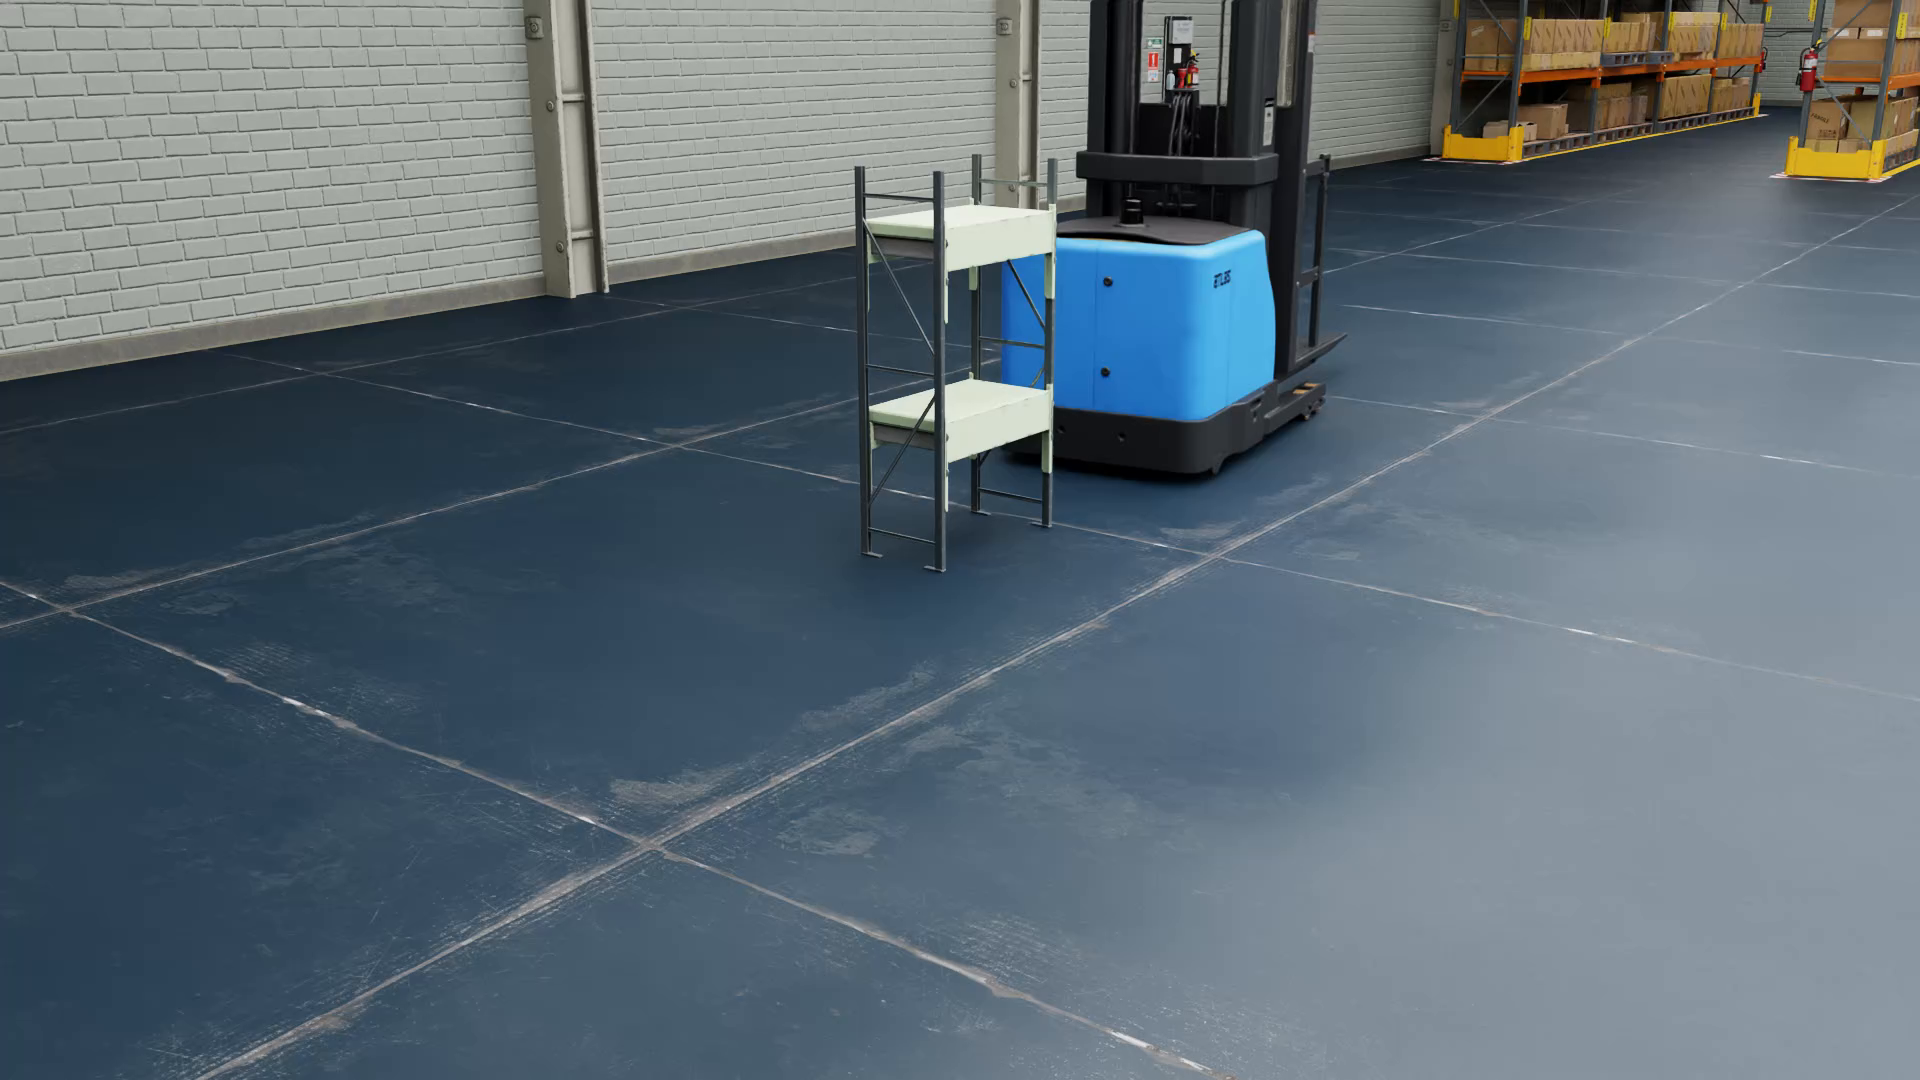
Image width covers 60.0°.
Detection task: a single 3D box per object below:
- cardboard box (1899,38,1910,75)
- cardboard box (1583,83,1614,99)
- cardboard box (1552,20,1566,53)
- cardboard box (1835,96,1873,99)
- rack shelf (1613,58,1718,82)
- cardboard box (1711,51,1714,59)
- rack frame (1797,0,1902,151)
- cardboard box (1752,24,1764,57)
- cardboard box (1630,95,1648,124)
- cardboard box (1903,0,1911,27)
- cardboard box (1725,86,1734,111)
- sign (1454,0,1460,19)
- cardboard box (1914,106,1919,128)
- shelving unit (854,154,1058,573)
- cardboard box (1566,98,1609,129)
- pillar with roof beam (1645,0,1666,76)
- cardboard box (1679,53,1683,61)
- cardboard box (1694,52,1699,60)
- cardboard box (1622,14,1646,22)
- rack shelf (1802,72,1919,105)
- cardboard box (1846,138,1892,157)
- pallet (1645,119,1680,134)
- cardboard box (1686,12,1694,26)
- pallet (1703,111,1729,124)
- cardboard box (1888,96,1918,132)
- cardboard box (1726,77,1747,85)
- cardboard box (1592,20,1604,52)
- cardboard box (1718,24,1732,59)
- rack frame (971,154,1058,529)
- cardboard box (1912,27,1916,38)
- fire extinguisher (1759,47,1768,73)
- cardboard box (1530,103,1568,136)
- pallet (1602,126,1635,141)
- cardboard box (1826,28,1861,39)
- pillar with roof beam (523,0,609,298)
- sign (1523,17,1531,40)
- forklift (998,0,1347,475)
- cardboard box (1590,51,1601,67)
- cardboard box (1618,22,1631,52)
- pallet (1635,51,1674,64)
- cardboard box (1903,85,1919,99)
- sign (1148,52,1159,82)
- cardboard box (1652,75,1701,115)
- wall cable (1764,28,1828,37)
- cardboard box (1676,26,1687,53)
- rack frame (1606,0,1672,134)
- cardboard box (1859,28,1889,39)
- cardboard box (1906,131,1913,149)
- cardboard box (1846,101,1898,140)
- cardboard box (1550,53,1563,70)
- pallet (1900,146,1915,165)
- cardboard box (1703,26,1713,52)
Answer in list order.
[{"bbox_3d":[13.216,-6.970,23.963,0.700,0.500,0.500,13,22,36],"label":"cardboard box"},{"bbox_3d":[11.402,-8.054,29.831,0.500,0.250,0.500,12,21,33],"label":"cardboard box"},{"bbox_3d":[9.168,-7.913,26.124,0.500,0.500,0.500,12,21,33],"label":"cardboard box"},{"bbox_3d":[13.267,-6.349,24.796,0.500,0.500,0.500,12,21,35],"label":"cardboard box"},{"bbox_3d":[13.985,-9.357,33.031,1.077,0.370,4.000,12,21,35],"label":"rack shelf"},{"bbox_3d":[15.203,-9.936,34.072,0.380,0.149,0.250,13,21,35],"label":"cardboard box"},{"bbox_3d":[12.007,-6.444,22.438,1.000,3.000,0.127,12,21,35],"label":"rack frame"},{"bbox_3d":[17.264,-11.150,37.085,0.980,0.700,0.700,14,22,37],"label":"cardboard box"},{"bbox_3d":[12.406,-8.060,31.114,0.700,0.500,0.500,13,21,35],"label":"cardboard box"},{"bbox_3d":[12.936,-7.480,23.416,0.700,0.500,0.500,13,21,35],"label":"cardboard box"},{"bbox_3d":[16.314,-9.585,36.057,0.700,0.500,0.500,13,21,36],"label":"cardboard box"},{"bbox_3d":[7.593,-8.126,25.367,0.100,0.325,0.005,12,21,35],"label":"sign"},{"bbox_3d":[14.837,-6.607,25.944,0.500,0.311,0.500,13,21,35],"label":"cardboard box"},{"bbox_3d":[-0.004,-0.715,6.516,0.431,1.500,0.755,12,21,35],"label":"shelving unit"},{"bbox_3d":[11.103,-7.598,29.626,0.700,0.500,0.500,12,21,34],"label":"cardboard box"},{"bbox_3d":[18.357,-12.601,32.148,9.100,9.000,0.400,12,21,35],"label":"pillar with roof beam"},{"bbox_3d":[13.920,-9.463,32.548,0.380,0.149,0.250,13,21,36],"label":"cardboard box"},{"bbox_3d":[14.572,-9.698,33.306,0.380,0.149,0.250,12,21,35],"label":"cardboard box"},{"bbox_3d":[12.432,-9.625,30.677,0.380,0.149,0.250,9,19,26],"label":"cardboard box"},{"bbox_3d":[13.199,-6.577,24.079,1.077,0.370,4.000,12,21,35],"label":"rack shelf"},{"bbox_3d":[12.801,-5.540,23.454,0.500,0.250,0.500,12,21,35],"label":"cardboard box"},{"bbox_3d":[13.324,-8.067,32.365,1.003,0.211,1.213,12,21,35],"label":"pallet"},{"bbox_3d":[13.885,-10.092,32.217,0.500,0.250,0.500,13,21,35],"label":"cardboard box"},{"bbox_3d":[15.693,-9.013,35.410,1.003,0.211,1.213,12,21,35],"label":"pallet"},{"bbox_3d":[13.983,-6.377,24.884,0.500,0.500,0.500,12,21,35],"label":"cardboard box"},{"bbox_3d":[17.142,-10.138,36.746,0.380,0.149,0.250,13,22,36],"label":"cardboard box"},{"bbox_3d":[10.377,-8.400,27.692,0.500,0.500,0.500,12,21,35],"label":"cardboard box"},{"bbox_3d":[15.513,-10.447,34.820,0.980,0.700,0.700,13,21,36],"label":"cardboard box"},{"bbox_3d":[0.214,-0.802,6.797,0.400,1.500,0.023,12,21,35],"label":"rack frame"},{"bbox_3d":[13.487,-7.286,23.886,0.380,0.149,0.250,13,22,36],"label":"cardboard box"},{"bbox_3d":[18.021,-10.869,37.446,0.296,0.674,0.183,12,21,35],"label":"fire extinguisher"},{"bbox_3d":[9.824,-7.034,27.809,0.500,0.500,0.500,11,20,31],"label":"cardboard box"},{"bbox_3d":[11.599,-7.417,30.273,1.003,0.211,1.213,12,21,35],"label":"pallet"},{"bbox_3d":[12.082,-6.927,22.729,0.380,0.149,0.250,12,21,34],"label":"cardboard box"},{"bbox_3d":[0.482,-5.456,9.138,9.100,9.000,0.400,12,21,35],"label":"pillar with roof beam"},{"bbox_3d":[8.463,-7.637,24.817,0.100,0.325,0.005,12,21,35],"label":"sign"},{"bbox_3d":[1.318,-2.086,8.520,1.130,2.935,3.031,9,19,27],"label":"forklift"},{"bbox_3d":[10.371,-8.043,27.806,0.500,0.250,0.500,12,21,35],"label":"cardboard box"},{"bbox_3d":[11.447,-8.939,29.560,0.700,0.500,0.500,16,24,42],"label":"cardboard box"},{"bbox_3d":[12.454,-8.944,30.811,1.213,0.211,1.003,12,21,35],"label":"pallet"},{"bbox_3d":[17.173,-8.003,29.665,0.500,0.250,0.500,13,22,37],"label":"cardboard box"},{"bbox_3d":[2.259,-5.531,19.437,0.001,0.329,0.234,12,21,35],"label":"sign"},{"bbox_3d":[14.367,-8.961,33.459,0.750,0.750,0.750,13,22,36],"label":"cardboard box"},{"bbox_3d":[21.217,-13.796,41.231,3.097,2.526,0.112,12,21,35],"label":"wall cable"},{"bbox_3d":[13.608,-9.617,31.951,0.500,0.500,0.500,13,22,36],"label":"cardboard box"},{"bbox_3d":[12.794,-9.224,31.390,1.000,3.000,0.127,12,21,35],"label":"rack frame"},{"bbox_3d":[12.414,-6.857,22.506,0.380,0.149,0.250,12,21,34],"label":"cardboard box"},{"bbox_3d":[13.984,-6.018,24.994,0.500,0.250,0.500,12,21,35],"label":"cardboard box"},{"bbox_3d":[12.802,-5.898,23.342,0.500,0.500,0.500,12,21,35],"label":"cardboard box"},{"bbox_3d":[9.179,-7.563,26.261,0.500,0.250,0.500,12,21,34],"label":"cardboard box"},{"bbox_3d":[13.883,-5.884,25.334,1.003,0.211,1.213,12,21,35],"label":"pallet"},{"bbox_3d":[14.808,-10.099,33.502,0.500,0.500,0.500,13,21,35],"label":"cardboard box"}]
